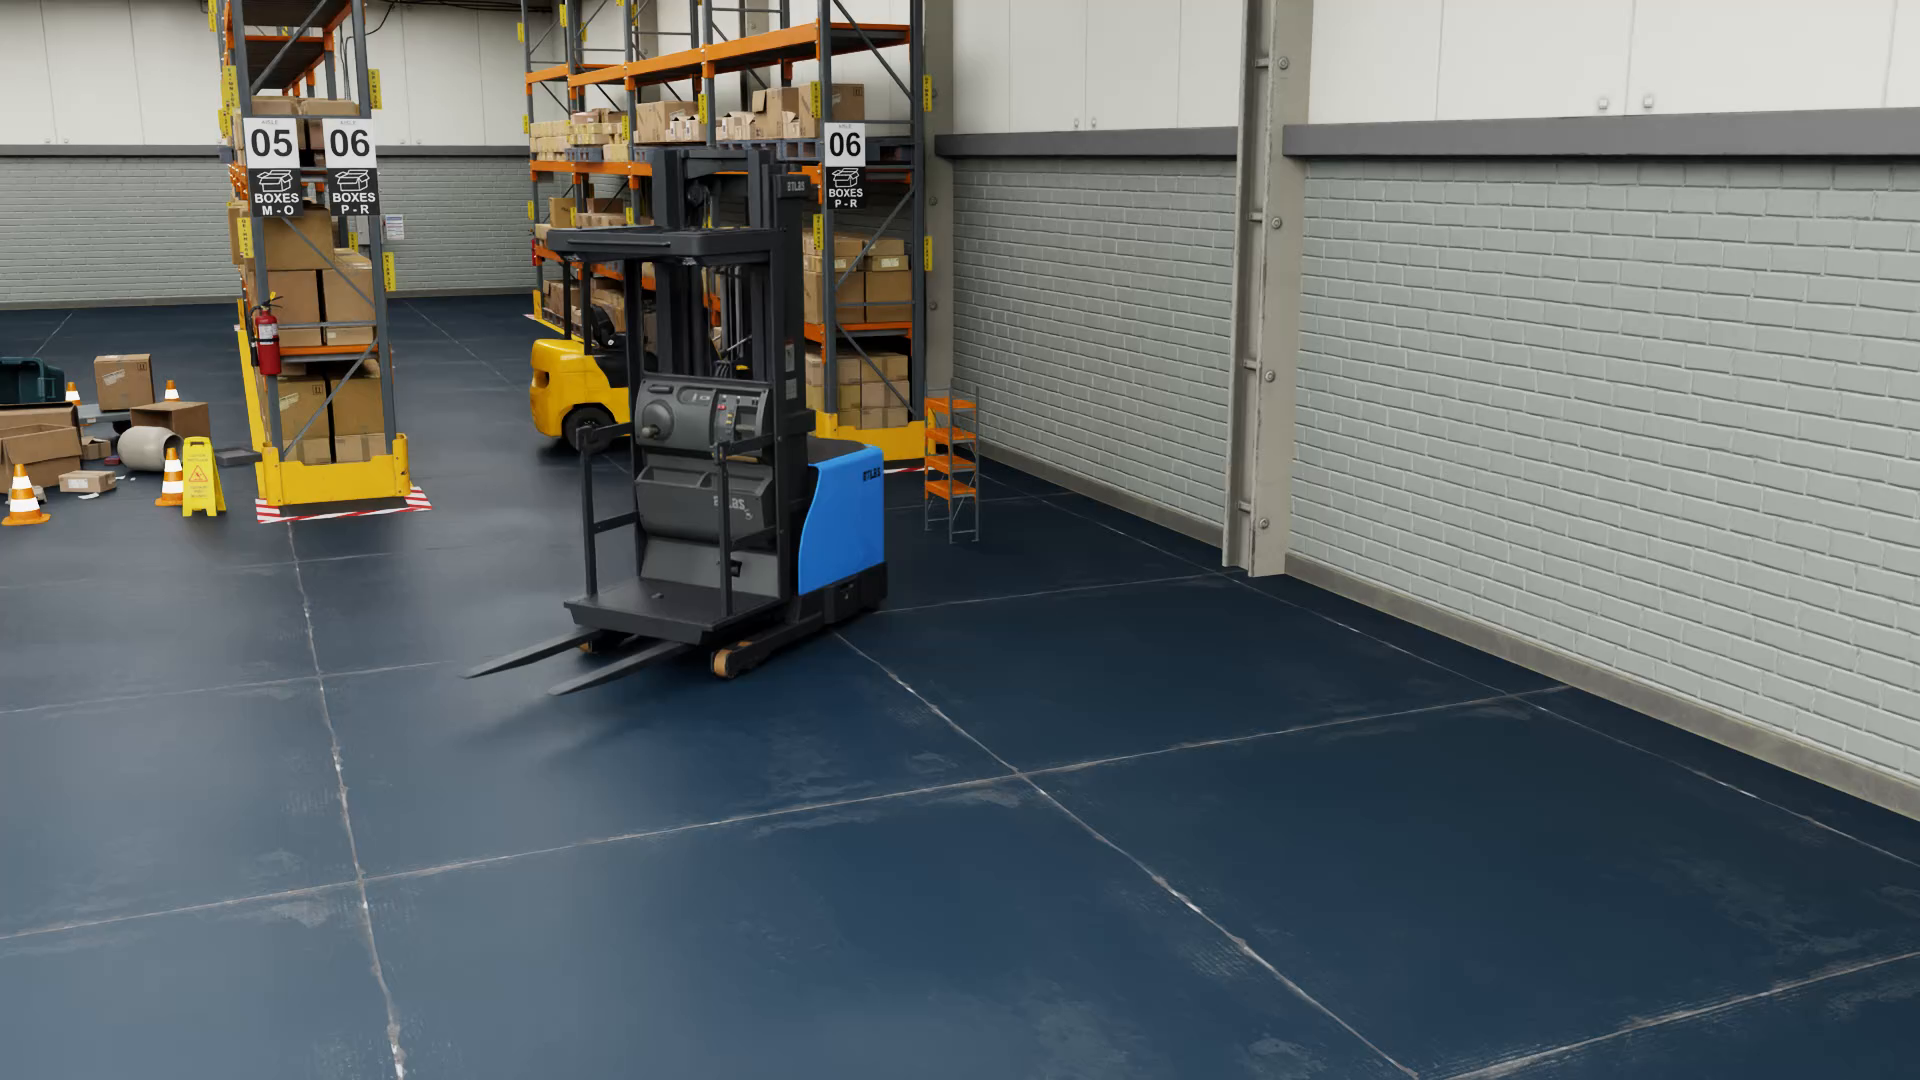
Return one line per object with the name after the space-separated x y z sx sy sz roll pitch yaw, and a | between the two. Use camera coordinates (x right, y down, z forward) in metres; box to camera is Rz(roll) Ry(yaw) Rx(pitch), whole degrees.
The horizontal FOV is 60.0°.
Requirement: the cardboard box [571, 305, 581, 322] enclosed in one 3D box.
-6.271 -3.782 27.691 0.396 0.266 0.258 -5 14 -21 | cardboard box

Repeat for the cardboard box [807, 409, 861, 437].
-1.306 -1.201 16.575 0.500 0.250 0.500 -6 14 -23 | cardboard box

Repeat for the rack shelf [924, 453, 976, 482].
-0.066 -0.553 12.897 0.258 0.148 0.480 -6 14 -23 | rack shelf

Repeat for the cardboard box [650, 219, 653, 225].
-4.096 -4.294 23.619 0.500 0.500 0.500 -5 14 -20 | cardboard box

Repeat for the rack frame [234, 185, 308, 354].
-10.182 -4.298 24.788 1.000 3.000 0.127 -6 14 -23 | rack frame

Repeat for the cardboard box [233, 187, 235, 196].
-10.597 -5.185 24.741 0.380 0.149 0.250 -6 14 -24 | cardboard box

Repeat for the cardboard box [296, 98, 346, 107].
-7.053 -4.741 18.340 0.500 0.250 0.500 -6 14 -24 | cardboard box

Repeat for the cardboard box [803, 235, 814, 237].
-1.660 -3.034 17.007 0.380 0.149 0.250 -5 14 -22 | cardboard box

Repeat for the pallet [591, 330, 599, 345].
-5.275 -3.224 26.331 1.003 0.211 1.213 -6 14 -23 | pallet

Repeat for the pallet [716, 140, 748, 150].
-2.066 -4.339 18.507 1.003 0.211 1.213 -6 14 -23 | pallet

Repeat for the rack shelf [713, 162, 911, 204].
-1.630 -3.792 17.544 1.077 0.370 4.000 -6 14 -23 | rack shelf

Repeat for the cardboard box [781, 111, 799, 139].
-1.541 -4.113 16.482 0.396 0.266 0.258 -6 14 -23 | cardboard box

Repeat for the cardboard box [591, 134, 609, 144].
-5.241 -5.926 24.576 0.380 0.149 0.250 -5 14 -22 | cardboard box

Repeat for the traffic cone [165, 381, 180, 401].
-8.757 -1.539 18.493 0.336 0.463 0.334 -6 14 -23 | traffic cone

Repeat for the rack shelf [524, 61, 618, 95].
-6.437 -7.731 27.919 1.077 0.370 4.000 -6 14 -23 | rack shelf

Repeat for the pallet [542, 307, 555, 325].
-6.887 -4.034 29.834 1.003 0.211 1.213 -6 14 -23 | pallet

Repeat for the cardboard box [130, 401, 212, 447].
-7.795 -1.084 16.441 0.500 0.500 0.500 4 14 16 | cardboard box

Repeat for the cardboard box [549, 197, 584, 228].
-6.702 -5.583 28.349 0.500 0.500 0.500 -5 14 -22 | cardboard box

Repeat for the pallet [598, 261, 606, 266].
-4.817 -4.229 24.913 1.003 0.211 1.213 -6 14 -23 | pallet

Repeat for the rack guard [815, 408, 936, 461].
-0.819 -1.045 16.277 1.175 0.500 0.348 -6 14 -23 | rack guard

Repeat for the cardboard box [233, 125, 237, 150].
-7.052 -4.063 16.792 0.500 0.250 0.500 -6 14 -24 | cardboard box

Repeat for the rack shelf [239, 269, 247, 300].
-9.381 -3.534 23.084 1.077 0.370 4.000 -6 14 -23 | rack shelf

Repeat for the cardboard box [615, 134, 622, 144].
-4.703 -5.714 23.702 0.380 0.149 0.250 -6 14 -23 | cardboard box

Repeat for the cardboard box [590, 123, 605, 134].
-5.247 -6.070 24.537 0.380 0.149 0.250 -6 14 -23 | cardboard box

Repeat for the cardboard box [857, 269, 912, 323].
-0.773 -2.444 16.556 0.500 0.500 0.500 -5 14 -21 | cardboard box

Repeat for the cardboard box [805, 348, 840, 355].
-1.509 -1.792 16.909 0.500 0.250 0.500 -5 14 -22 | cardboard box

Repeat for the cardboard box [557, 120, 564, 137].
-6.270 -6.710 27.123 0.500 0.250 0.500 -6 14 -24 | cardboard box

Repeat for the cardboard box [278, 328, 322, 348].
-5.721 -1.754 14.354 0.380 0.149 0.250 -5 14 -21 | cardboard box

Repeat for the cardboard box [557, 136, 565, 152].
-6.276 -6.464 27.166 0.500 0.250 0.500 -6 14 -25 | cardboard box

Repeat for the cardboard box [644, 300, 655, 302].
-4.601 -3.356 23.893 0.380 0.149 0.250 -6 15 -26 | cardboard box

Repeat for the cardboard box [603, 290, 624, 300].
-5.318 -3.794 25.784 0.380 0.149 0.250 -6 14 -24 | cardboard box

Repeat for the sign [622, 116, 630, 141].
-4.531 -5.585 22.551 0.100 0.325 0.005 -6 14 -23 | sign

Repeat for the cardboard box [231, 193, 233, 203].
-11.640 -5.429 27.236 0.500 0.500 0.500 -6 14 -24 | cardboard box

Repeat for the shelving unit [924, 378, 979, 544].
-0.066 -0.619 12.882 0.258 1.200 0.503 -6 14 -23 | shelving unit

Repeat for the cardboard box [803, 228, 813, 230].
-1.688 -3.410 18.632 0.380 0.149 0.250 -6 14 -24 | cardboard box

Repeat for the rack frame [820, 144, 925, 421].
-0.829 -2.268 16.016 1.000 3.000 0.127 -6 14 -23 | rack frame

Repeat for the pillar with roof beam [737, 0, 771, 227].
-6.630 -6.267 19.989 9.100 9.000 0.400 -6 14 -23 | pillar with roof beam

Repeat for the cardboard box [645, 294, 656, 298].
-4.524 -3.622 25.040 0.380 0.149 0.250 -6 14 -23 | cardboard box

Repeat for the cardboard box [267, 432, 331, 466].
-5.955 -0.831 14.977 0.500 0.250 0.500 -6 14 -23 | cardboard box

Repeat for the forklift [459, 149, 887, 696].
-1.628 -0.756 9.634 1.130 2.935 3.031 7 15 28 | forklift

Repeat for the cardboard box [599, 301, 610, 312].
-5.230 -3.401 25.524 0.500 0.500 0.500 -6 14 -25 | cardboard box

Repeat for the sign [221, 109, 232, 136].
-9.092 -5.175 20.602 0.100 0.325 0.005 -6 14 -23 | sign

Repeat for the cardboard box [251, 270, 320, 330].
-5.845 -2.100 14.408 0.500 0.500 0.500 -6 14 -24 | cardboard box

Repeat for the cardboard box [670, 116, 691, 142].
-3.252 -5.052 20.436 0.500 0.311 0.500 -6 14 -25 | cardboard box

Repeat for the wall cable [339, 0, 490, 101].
-11.063 -9.526 33.990 2.988 3.039 0.133 -6 14 -23 | wall cable

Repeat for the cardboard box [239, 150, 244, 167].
-6.431 -3.519 15.329 0.380 0.149 0.250 -6 14 -24 | cardboard box

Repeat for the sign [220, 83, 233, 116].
-7.485 -4.499 16.986 0.100 0.325 0.005 -6 14 -23 | sign

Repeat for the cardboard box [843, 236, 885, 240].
-0.960 -2.977 16.758 0.380 0.149 0.250 -5 14 -22 | cardboard box

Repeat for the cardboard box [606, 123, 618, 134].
-4.859 -5.909 23.883 0.380 0.149 0.250 -6 14 -24 | cardboard box

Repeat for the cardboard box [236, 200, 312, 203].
-7.000 -3.215 17.012 0.700 0.500 0.500 -6 14 -24 | cardboard box

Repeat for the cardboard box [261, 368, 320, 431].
-6.147 -1.299 15.332 0.500 0.500 0.500 -5 14 -21 | cardboard box
